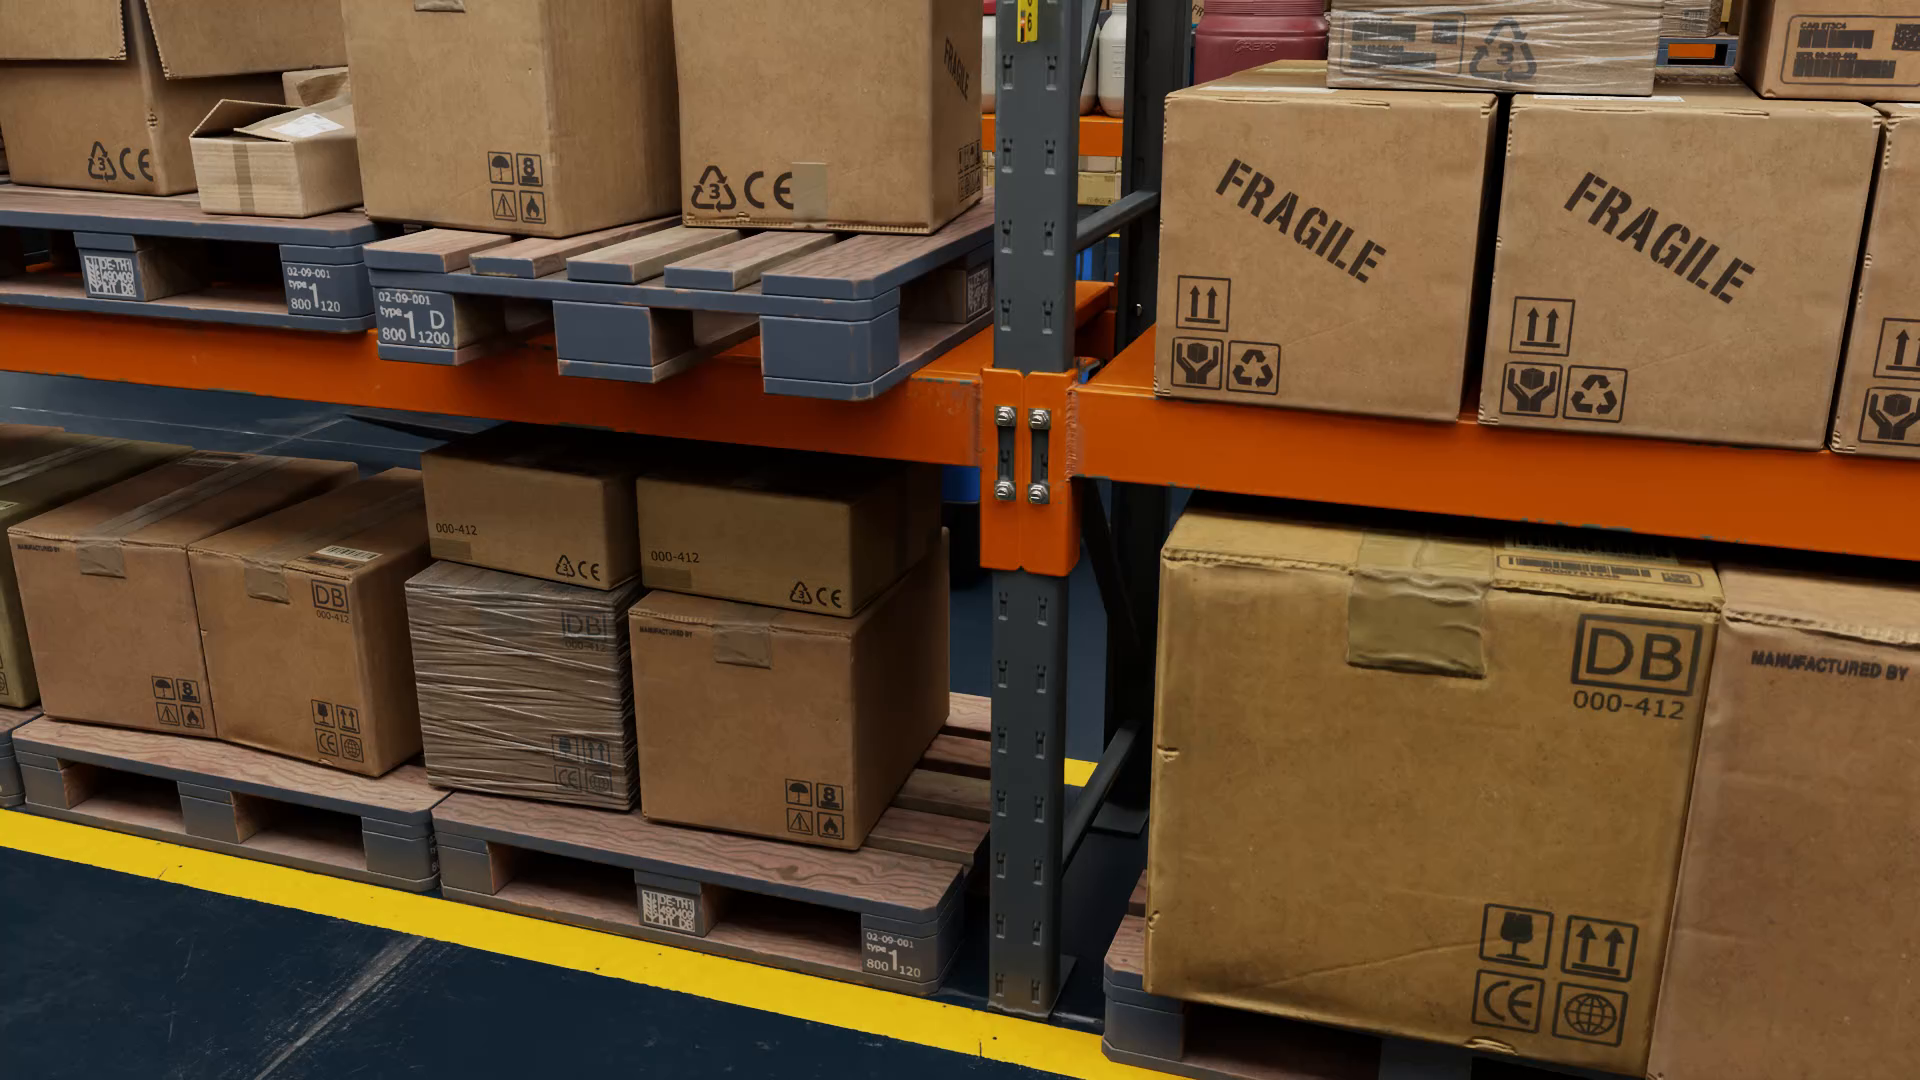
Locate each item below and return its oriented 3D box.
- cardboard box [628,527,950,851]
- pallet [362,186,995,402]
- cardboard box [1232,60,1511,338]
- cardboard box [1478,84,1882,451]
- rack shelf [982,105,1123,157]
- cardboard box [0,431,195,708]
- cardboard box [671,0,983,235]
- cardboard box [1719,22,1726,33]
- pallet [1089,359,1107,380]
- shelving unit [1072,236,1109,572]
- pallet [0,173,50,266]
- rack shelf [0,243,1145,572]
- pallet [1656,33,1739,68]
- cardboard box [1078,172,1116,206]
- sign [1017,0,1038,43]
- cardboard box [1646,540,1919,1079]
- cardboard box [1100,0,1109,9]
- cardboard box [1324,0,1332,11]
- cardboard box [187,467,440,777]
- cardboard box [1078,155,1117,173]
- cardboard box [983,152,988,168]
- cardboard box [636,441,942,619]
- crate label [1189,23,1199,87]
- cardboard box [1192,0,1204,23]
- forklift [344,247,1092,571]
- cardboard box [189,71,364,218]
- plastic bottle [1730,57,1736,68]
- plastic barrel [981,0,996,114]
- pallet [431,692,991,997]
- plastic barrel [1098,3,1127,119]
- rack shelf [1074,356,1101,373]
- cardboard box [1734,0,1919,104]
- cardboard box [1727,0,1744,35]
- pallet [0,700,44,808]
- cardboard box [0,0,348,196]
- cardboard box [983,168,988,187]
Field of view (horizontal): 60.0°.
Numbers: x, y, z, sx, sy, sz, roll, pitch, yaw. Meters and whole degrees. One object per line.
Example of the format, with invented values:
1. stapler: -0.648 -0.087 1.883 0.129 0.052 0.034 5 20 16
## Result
1. cardboard box: -0.361 0.291 3.813 0.500 0.500 0.700 5 20 15
2. pallet: -0.429 -0.569 3.442 1.003 0.211 1.213 7 20 18
3. cardboard box: 0.826 -0.686 3.336 0.500 0.500 0.500 7 20 20
4. cardboard box: 1.136 -0.470 2.717 0.500 0.500 0.500 6 20 17
5. rack shelf: 0.015 -2.032 8.440 4.000 0.370 1.077 7 20 18
6. cardboard box: -2.483 0.056 4.489 0.500 0.500 0.700 6 20 18
7. cardboard box: -0.245 -0.907 3.330 0.500 0.500 0.500 4 20 11
8. cardboard box: 7.089 -4.826 15.715 0.250 0.149 0.380 7 20 20
9. pallet: 1.185 -0.934 8.436 1.213 0.211 1.003 7 20 18
10. shelving unit: 0.362 -0.506 5.704 0.189 1.200 0.258 9 21 25
11. pallet: -2.826 -0.829 4.189 1.213 0.211 1.003 7 20 18
12. rack shelf: -1.611 -0.492 4.022 4.000 0.370 1.077 7 20 18
13. pallet: 5.372 -3.396 11.552 1.213 0.211 1.003 7 20 18
14. cardboard box: 1.027 -2.796 13.079 0.500 0.250 0.500 6 20 16
15. sign: 0.110 -0.955 2.620 0.005 0.325 0.100 7 20 18
16. cardboard box: 1.763 0.369 3.049 0.875 0.875 1.225 7 20 18
17. cardboard box: 0.972 -4.029 12.927 0.500 0.500 0.500 8 21 22
18. cardboard box: 3.524 -5.666 16.953 0.500 0.500 0.700 7 20 18
19. cardboard box: -1.427 0.176 4.143 0.500 0.500 0.700 8 21 23
20. cardboard box: 1.024 -3.058 12.981 0.500 0.311 0.500 6 20 16
21. cardboard box: 0.063 -3.170 13.300 0.500 0.311 0.500 7 20 18
22. cardboard box: -0.364 -0.060 3.681 0.500 0.250 0.500 7 21 20
23. crate label: 1.054 -2.363 8.246 0.616 0.435 0.502 7 20 18
24. cardboard box: 1.943 -3.918 12.608 0.500 0.500 0.500 5 20 15
25. forklift: -1.058 -1.575 6.142 3.031 2.935 1.130 9 21 25
26. cardboard box: -1.385 -0.846 3.513 0.258 0.266 0.396 6 20 17
27. plastic bottle: 3.506 -2.066 7.622 0.133 0.283 0.061 7 20 18
28. plastic barrel: 0.059 -2.354 8.066 0.433 0.535 0.433 0 19 0
29. pallet: -0.459 0.617 3.987 1.213 0.211 1.003 7 20 18
30. plastic barrel: 0.862 -2.253 7.812 0.421 0.512 0.421 0 19 0
31. rack shelf: 0.362 -0.577 5.679 0.180 0.103 0.258 9 21 25
32. cardboard box: 1.579 -0.981 2.657 0.637 0.503 0.797 7 20 19
33. cardboard box: 5.622 -3.680 11.287 0.500 0.500 0.700 1 19 4
34. pallet: -2.764 0.353 4.743 1.213 0.211 1.003 7 20 18
35. cardboard box: -1.832 -1.136 3.983 0.637 0.503 0.797 9 21 24
36. cardboard box: 0.054 -2.906 13.396 0.500 0.250 0.500 6 20 17
